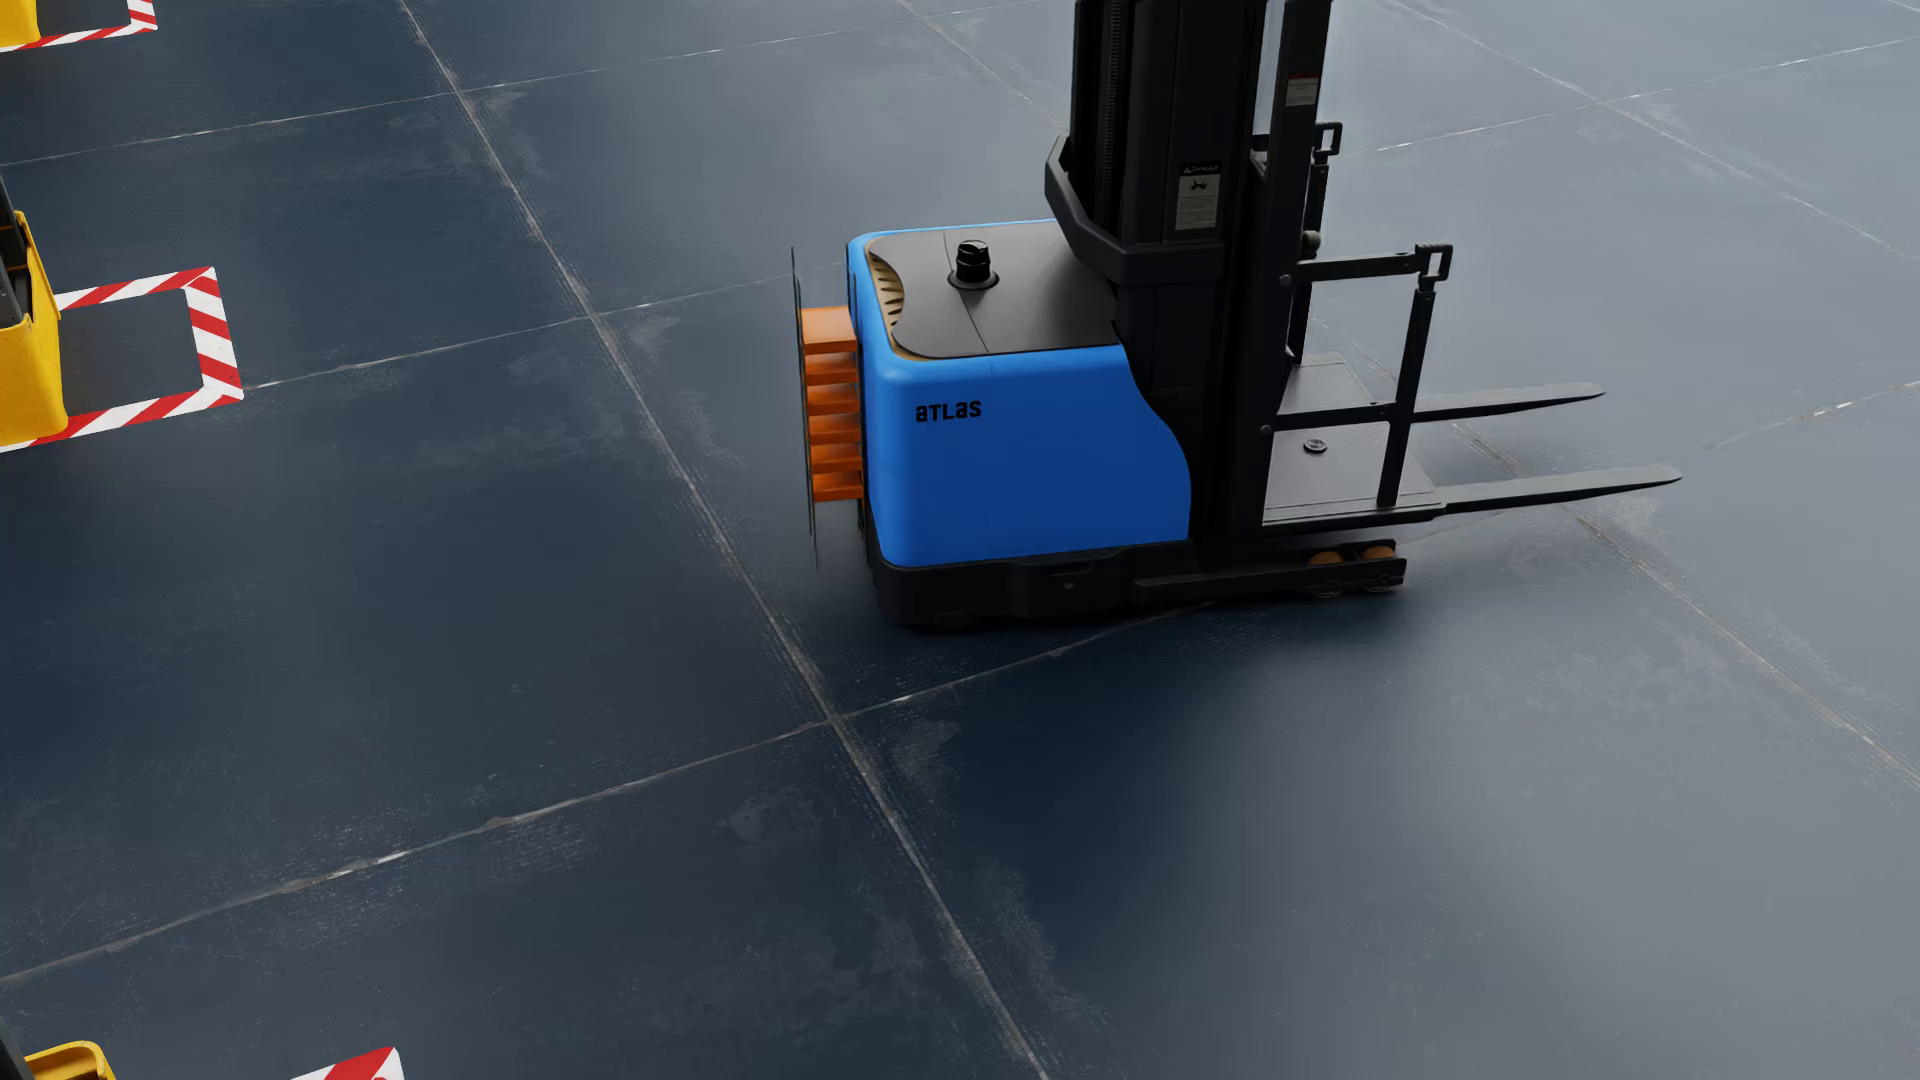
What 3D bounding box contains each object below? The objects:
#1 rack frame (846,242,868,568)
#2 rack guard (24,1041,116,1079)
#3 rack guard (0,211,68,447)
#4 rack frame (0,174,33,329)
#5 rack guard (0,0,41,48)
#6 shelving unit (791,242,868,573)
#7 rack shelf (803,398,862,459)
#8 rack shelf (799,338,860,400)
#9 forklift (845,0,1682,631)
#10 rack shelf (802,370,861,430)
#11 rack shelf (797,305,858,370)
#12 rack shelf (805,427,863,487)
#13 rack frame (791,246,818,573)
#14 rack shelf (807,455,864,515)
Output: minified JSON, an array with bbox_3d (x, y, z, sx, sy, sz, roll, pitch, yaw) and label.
[{"bbox_3d":[-0.362,-0.449,5.849,0.006,1.200,0.240,-6,37,-8],"label":"rack frame"},{"bbox_3d":[-1.904,1.706,3.531,0.348,0.500,1.175,-16,39,-20],"label":"rack guard"},{"bbox_3d":[-4.076,-0.916,7.065,0.348,0.500,1.175,-16,39,-20],"label":"rack guard"},{"bbox_3d":[-4.027,-1.965,6.381,0.127,3.000,1.000,-16,39,-20],"label":"rack frame"},{"bbox_3d":[-6.200,-3.612,10.701,0.348,0.500,1.175,-16,39,-20],"label":"rack guard"},{"bbox_3d":[-0.452,-0.440,5.836,0.189,1.200,0.258,-6,37,-8],"label":"shelving unit"},{"bbox_3d":[-0.452,-0.404,5.863,0.180,0.103,0.258,-6,37,-8],"label":"rack shelf"},{"bbox_3d":[-0.452,-0.597,5.720,0.180,0.103,0.258,-6,37,-8],"label":"rack shelf"},{"bbox_3d":[1.144,-1.275,5.509,3.031,2.935,1.130,-6,37,-8],"label":"forklift"},{"bbox_3d":[-0.452,-0.501,5.791,0.180,0.103,0.258,-6,37,-8],"label":"rack shelf"},{"bbox_3d":[-0.452,-0.694,5.648,0.180,0.103,0.258,-6,37,-8],"label":"rack shelf"},{"bbox_3d":[-0.452,-0.308,5.934,0.180,0.103,0.258,-6,37,-8],"label":"rack shelf"},{"bbox_3d":[-0.542,-0.431,5.824,0.006,1.200,0.240,-6,37,-8],"label":"rack frame"},{"bbox_3d":[-0.452,-0.212,6.006,0.180,0.103,0.258,-6,37,-8],"label":"rack shelf"}]
